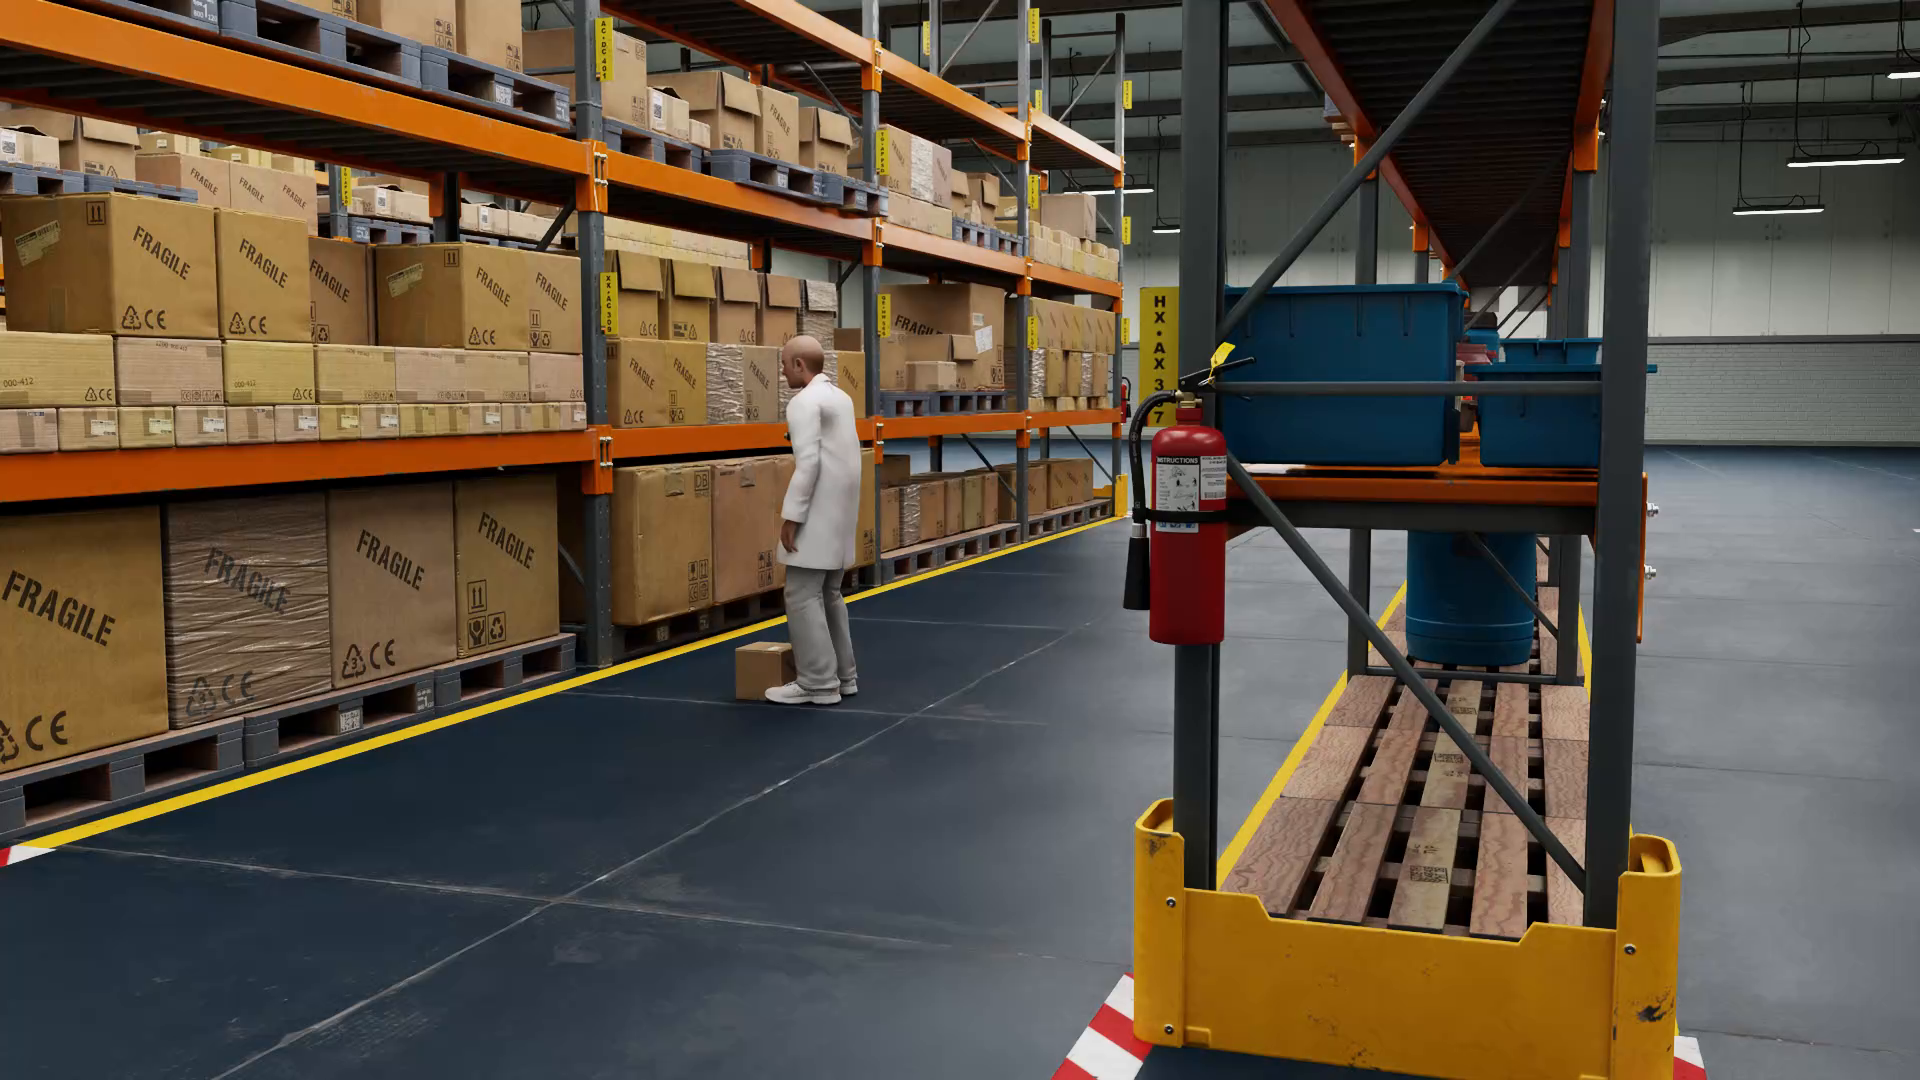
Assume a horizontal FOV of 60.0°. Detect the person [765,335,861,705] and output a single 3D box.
[{"bbox_3d":[-0.701,-0.103,8.094,0.427,1.773,0.641,2,5,18],"label":"person"}]
